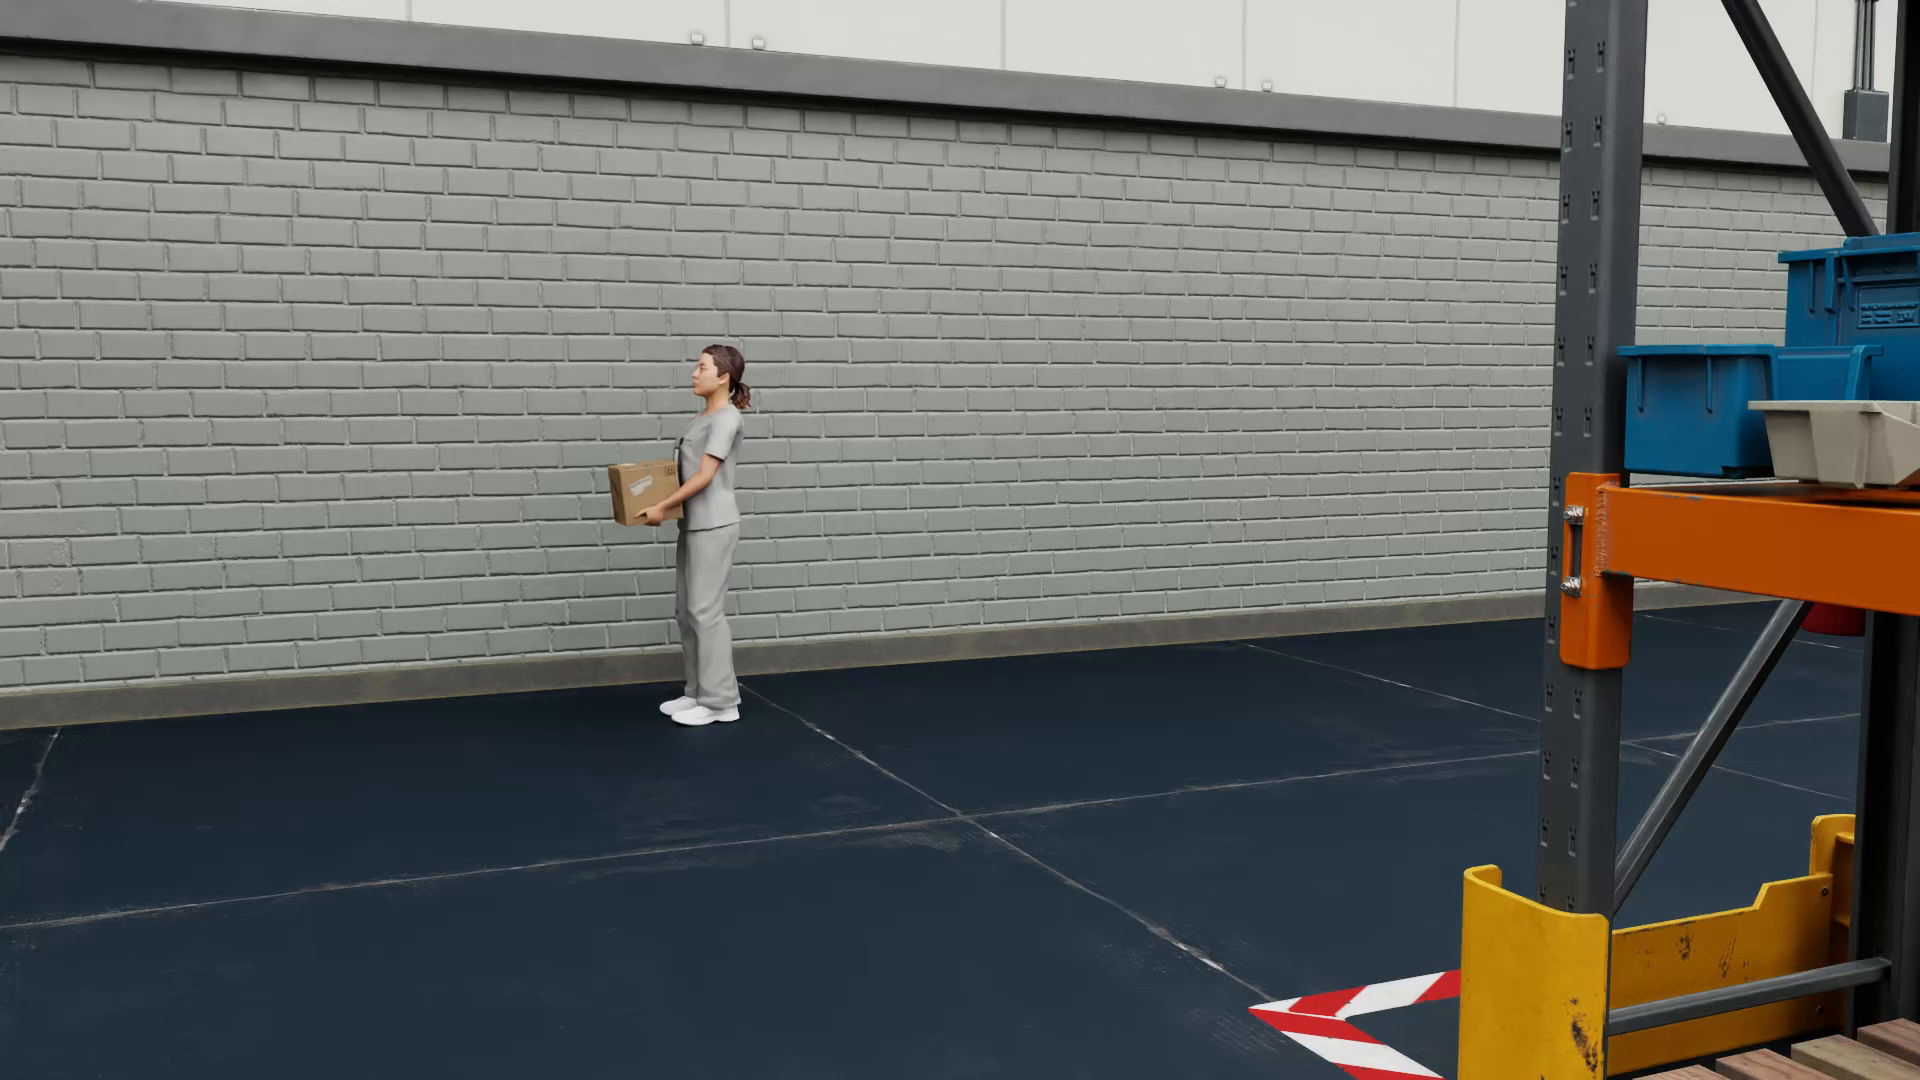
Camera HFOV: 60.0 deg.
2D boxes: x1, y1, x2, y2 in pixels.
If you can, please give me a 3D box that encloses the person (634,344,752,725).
[{"bbox_3d":[-1.182,-0.029,7.327,0.561,1.662,0.437,-2,6,-23],"label":"person"}]
